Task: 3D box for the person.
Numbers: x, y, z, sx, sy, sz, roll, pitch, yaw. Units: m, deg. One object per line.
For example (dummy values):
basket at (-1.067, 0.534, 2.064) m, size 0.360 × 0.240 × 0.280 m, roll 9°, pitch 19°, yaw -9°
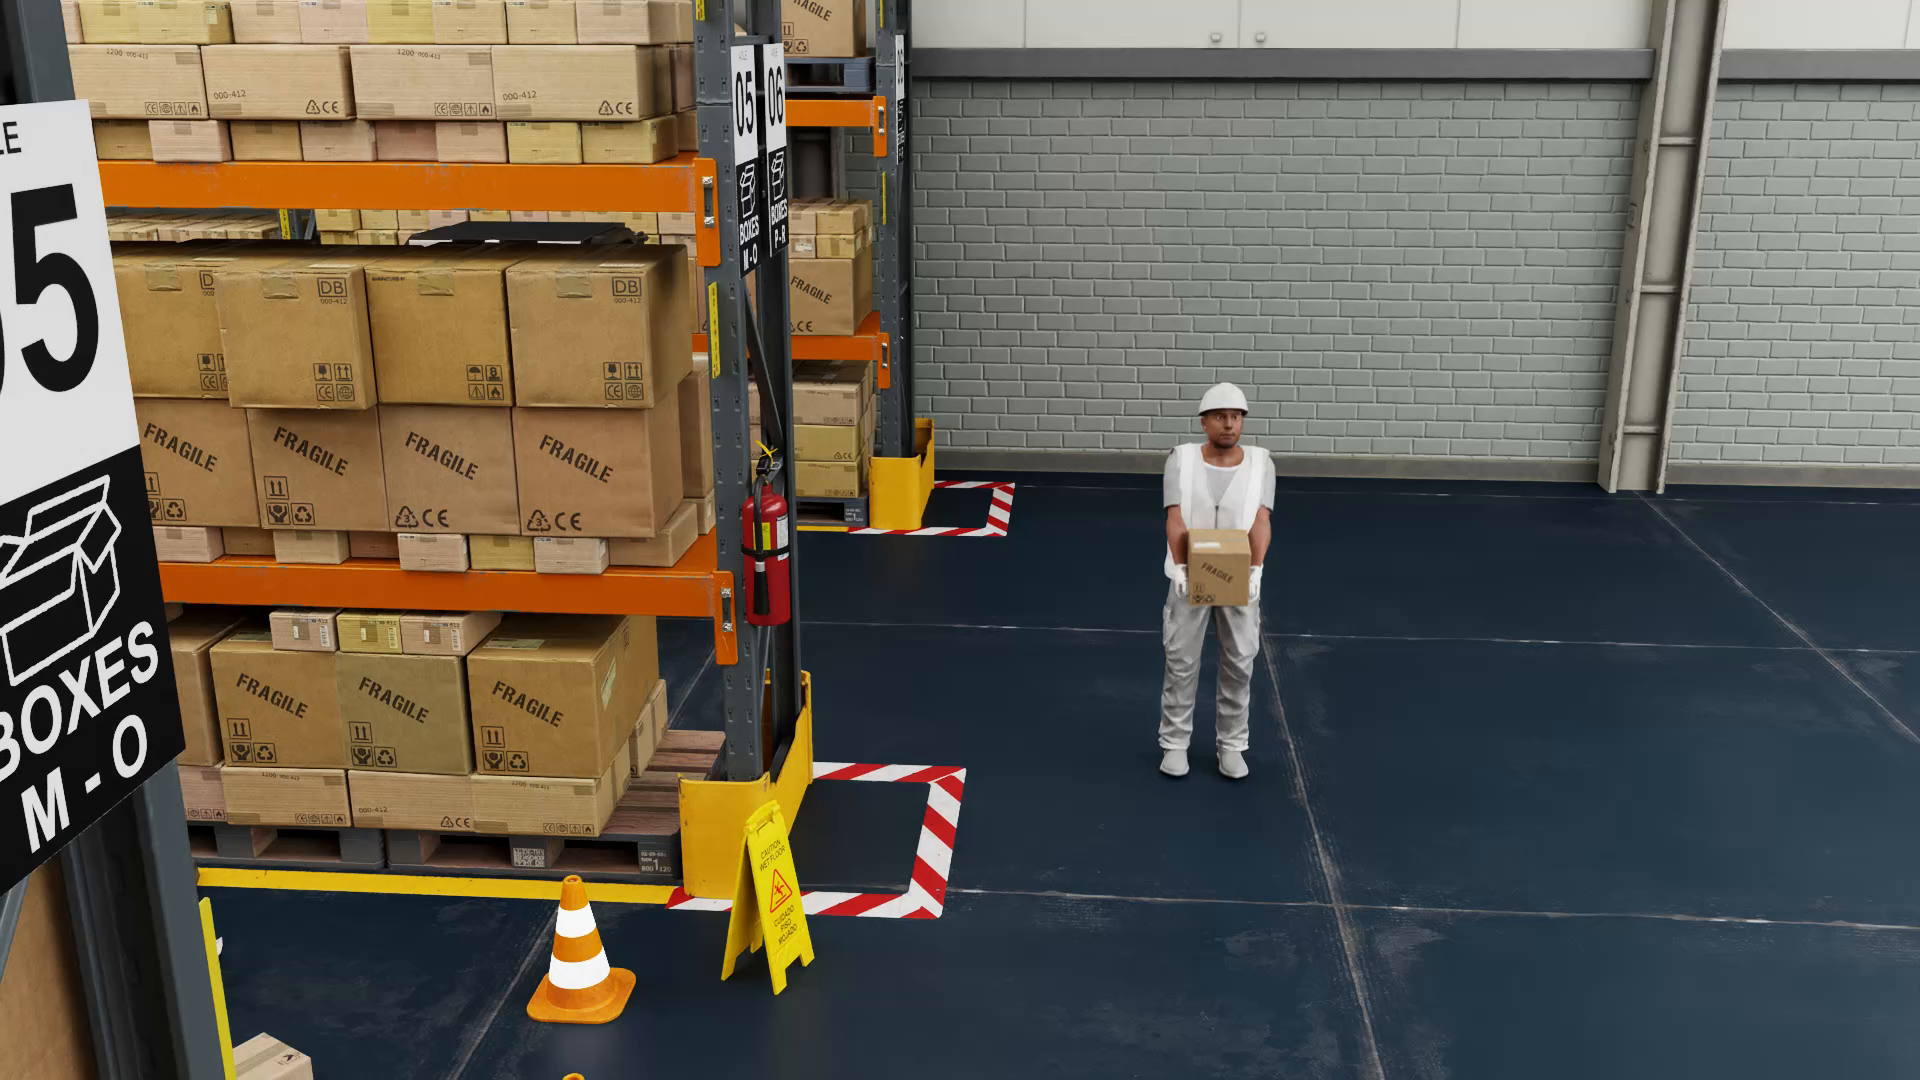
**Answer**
person at (1.132, 0.213, 7.337) m, size 0.490 × 1.780 × 0.573 m, roll 1°, pitch 17°, yaw 4°
